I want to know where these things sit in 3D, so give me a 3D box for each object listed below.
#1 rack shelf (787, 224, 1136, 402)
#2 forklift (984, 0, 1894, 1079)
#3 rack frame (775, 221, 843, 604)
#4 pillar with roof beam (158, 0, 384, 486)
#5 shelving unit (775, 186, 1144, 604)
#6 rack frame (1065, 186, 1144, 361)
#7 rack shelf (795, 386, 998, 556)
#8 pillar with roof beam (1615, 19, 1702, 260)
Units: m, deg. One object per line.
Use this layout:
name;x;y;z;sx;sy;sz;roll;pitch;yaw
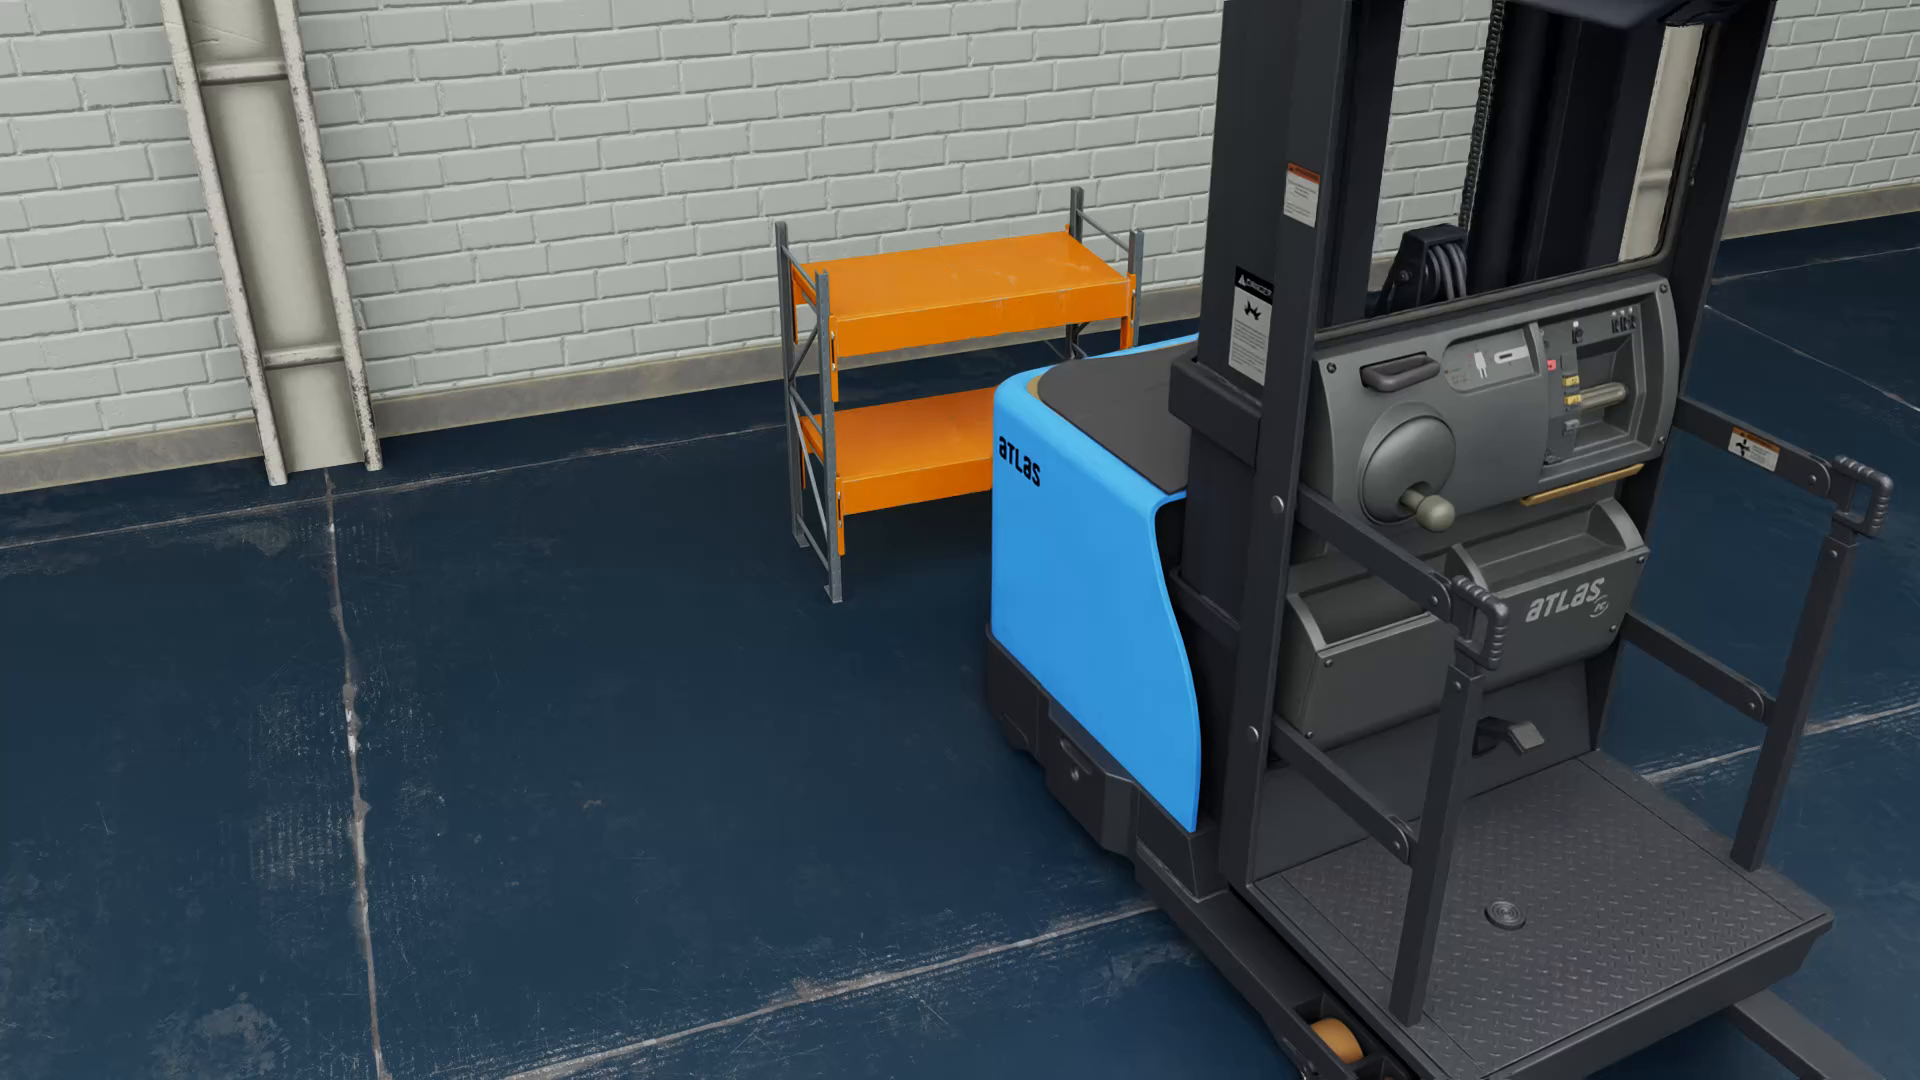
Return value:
rack shelf;-0.006;-0.742;5.325;1.000;0.278;0.538;-10;31;-18
forklift;1.205;-0.233;3.198;1.130;2.935;3.031;-15;33;-24
rack frame;-0.483;-0.400;5.315;0.032;1.125;0.500;-10;31;-18
pillar with roof beam;-0.895;-2.216;0.550;0.400;9.000;9.100;-10;31;-18
shelving unit;-0.006;-0.488;5.469;1.048;1.125;0.538;-10;31;-18
rack frame;0.470;-0.575;5.624;0.032;1.125;0.500;-10;31;-18
rack shelf;-0.006;-0.275;5.591;1.000;0.278;0.538;-10;31;-18
pillar with roof beam;4.728;-3.252;2.367;0.400;9.000;9.100;-10;31;-18
